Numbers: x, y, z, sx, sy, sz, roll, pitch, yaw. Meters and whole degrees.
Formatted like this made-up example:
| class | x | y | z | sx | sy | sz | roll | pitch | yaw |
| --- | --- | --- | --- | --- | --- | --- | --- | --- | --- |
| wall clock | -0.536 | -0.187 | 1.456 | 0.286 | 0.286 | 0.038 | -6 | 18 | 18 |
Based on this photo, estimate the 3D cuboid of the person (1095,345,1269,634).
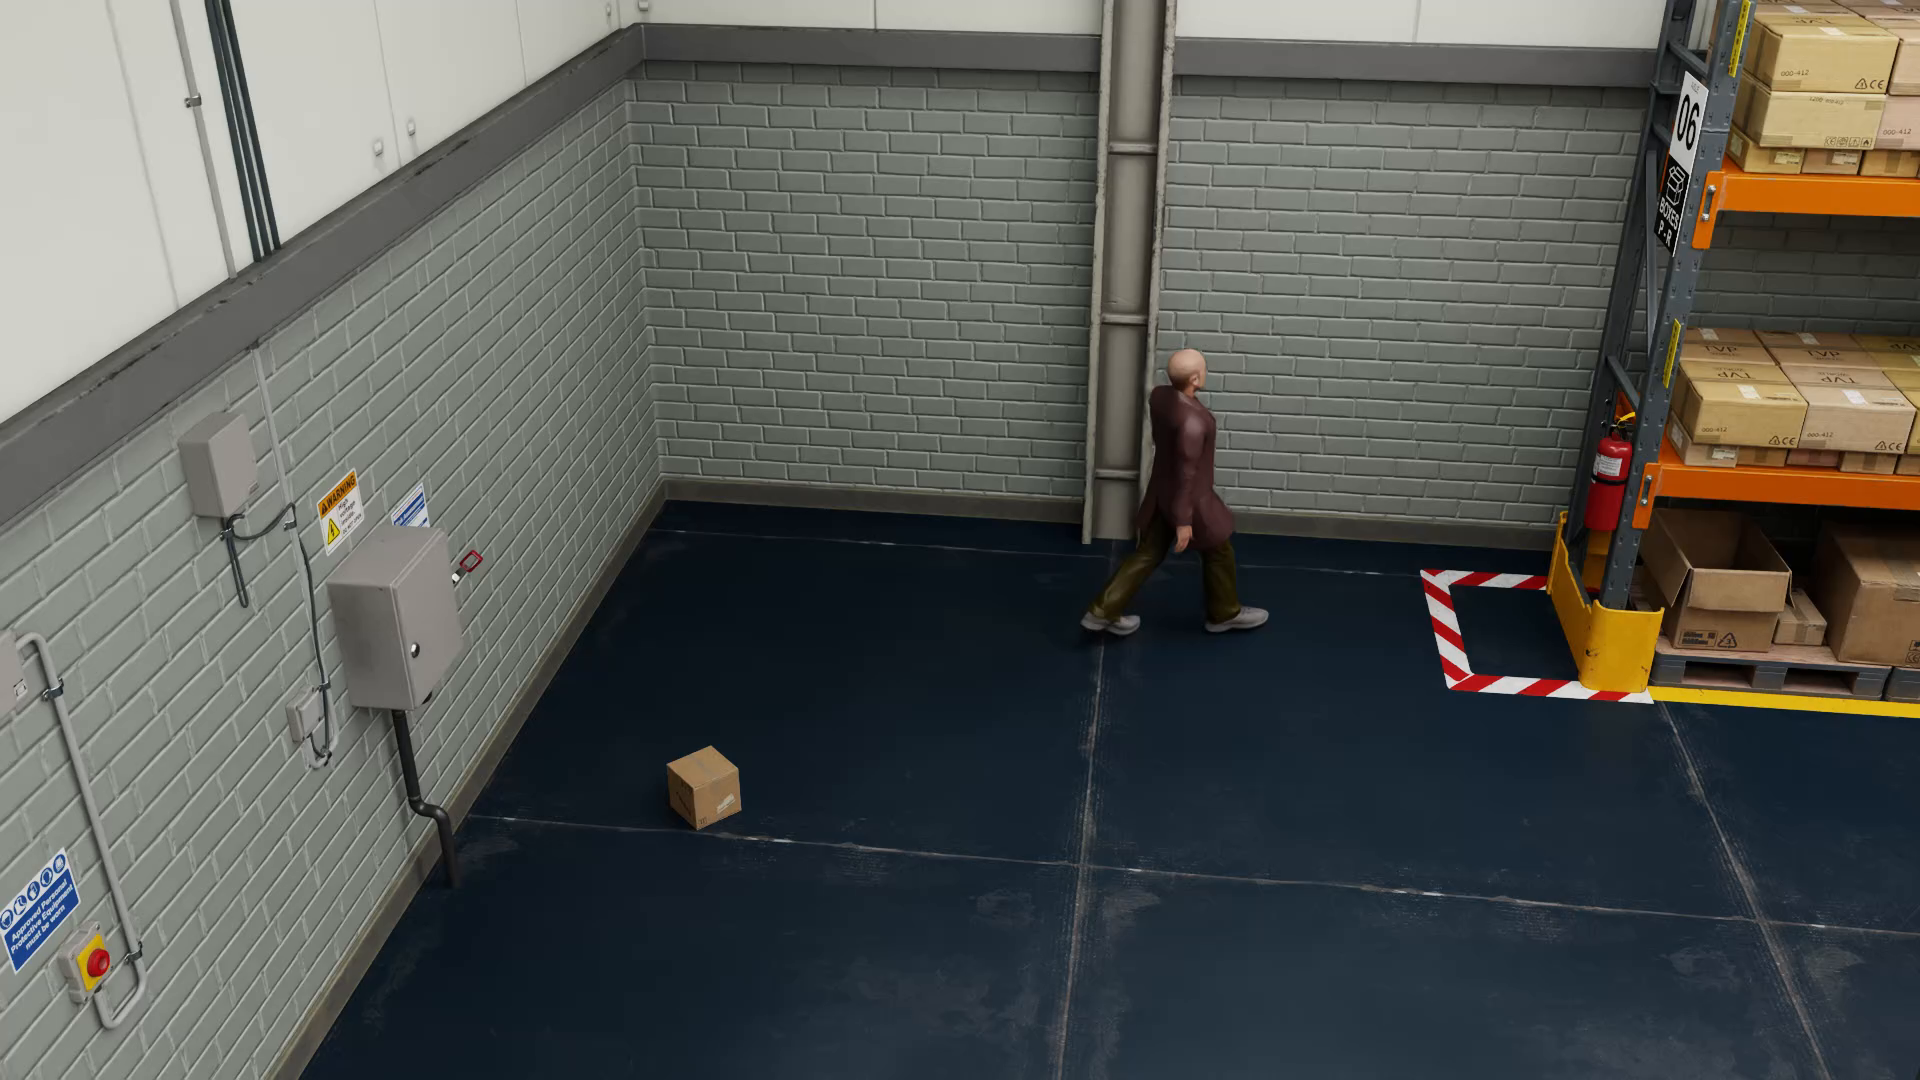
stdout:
| class | x | y | z | sx | sy | sz | roll | pitch | yaw |
| --- | --- | --- | --- | --- | --- | --- | --- | --- | --- |
| person | 1.247 | -0.256 | 9.106 | 1.019 | 1.738 | 0.614 | -11 | 30 | -20 |
